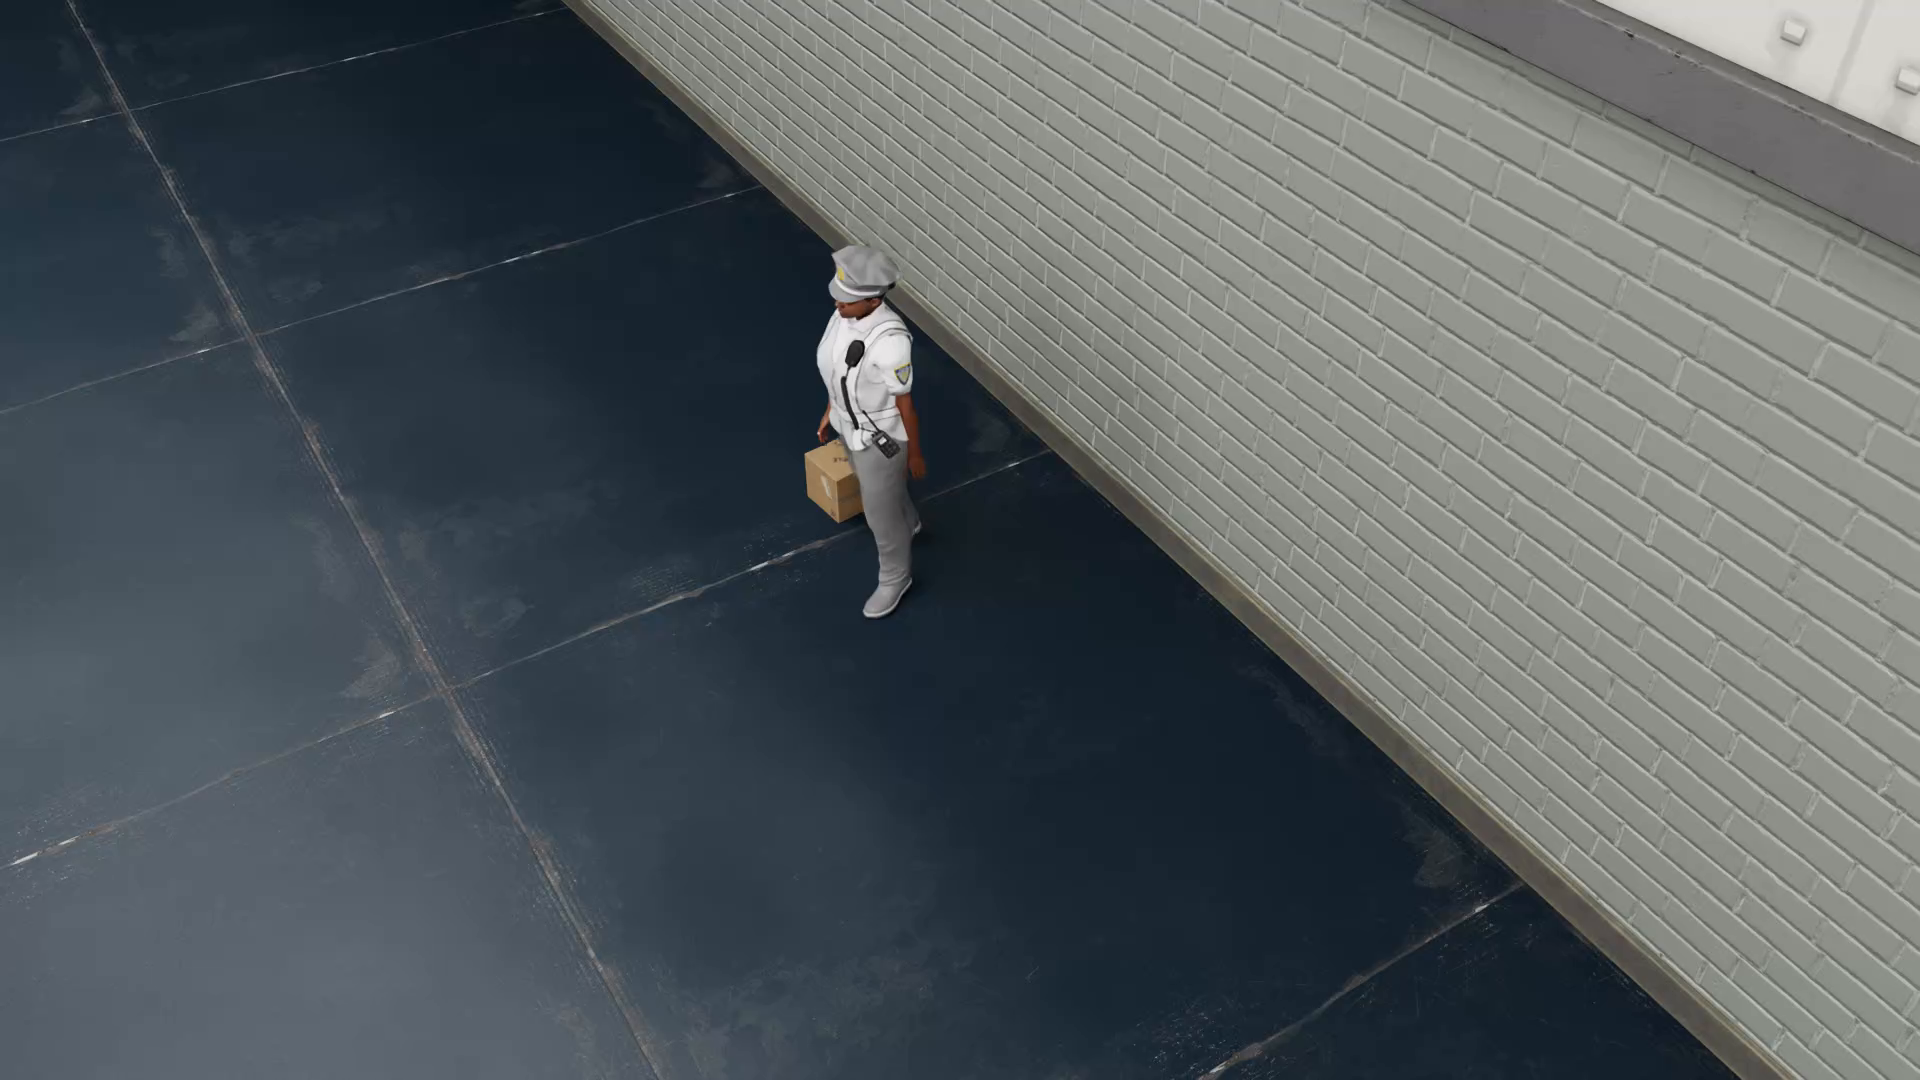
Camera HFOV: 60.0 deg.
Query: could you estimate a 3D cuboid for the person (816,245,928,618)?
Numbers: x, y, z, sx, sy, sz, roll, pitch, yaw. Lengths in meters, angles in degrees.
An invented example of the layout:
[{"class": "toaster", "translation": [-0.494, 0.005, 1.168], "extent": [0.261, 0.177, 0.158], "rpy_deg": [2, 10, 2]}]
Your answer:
[{"class": "person", "translation": [-0.347, -0.508, 6.735], "extent": [0.491, 1.670, 0.676], "rpy_deg": [-18, 44, -20]}]
